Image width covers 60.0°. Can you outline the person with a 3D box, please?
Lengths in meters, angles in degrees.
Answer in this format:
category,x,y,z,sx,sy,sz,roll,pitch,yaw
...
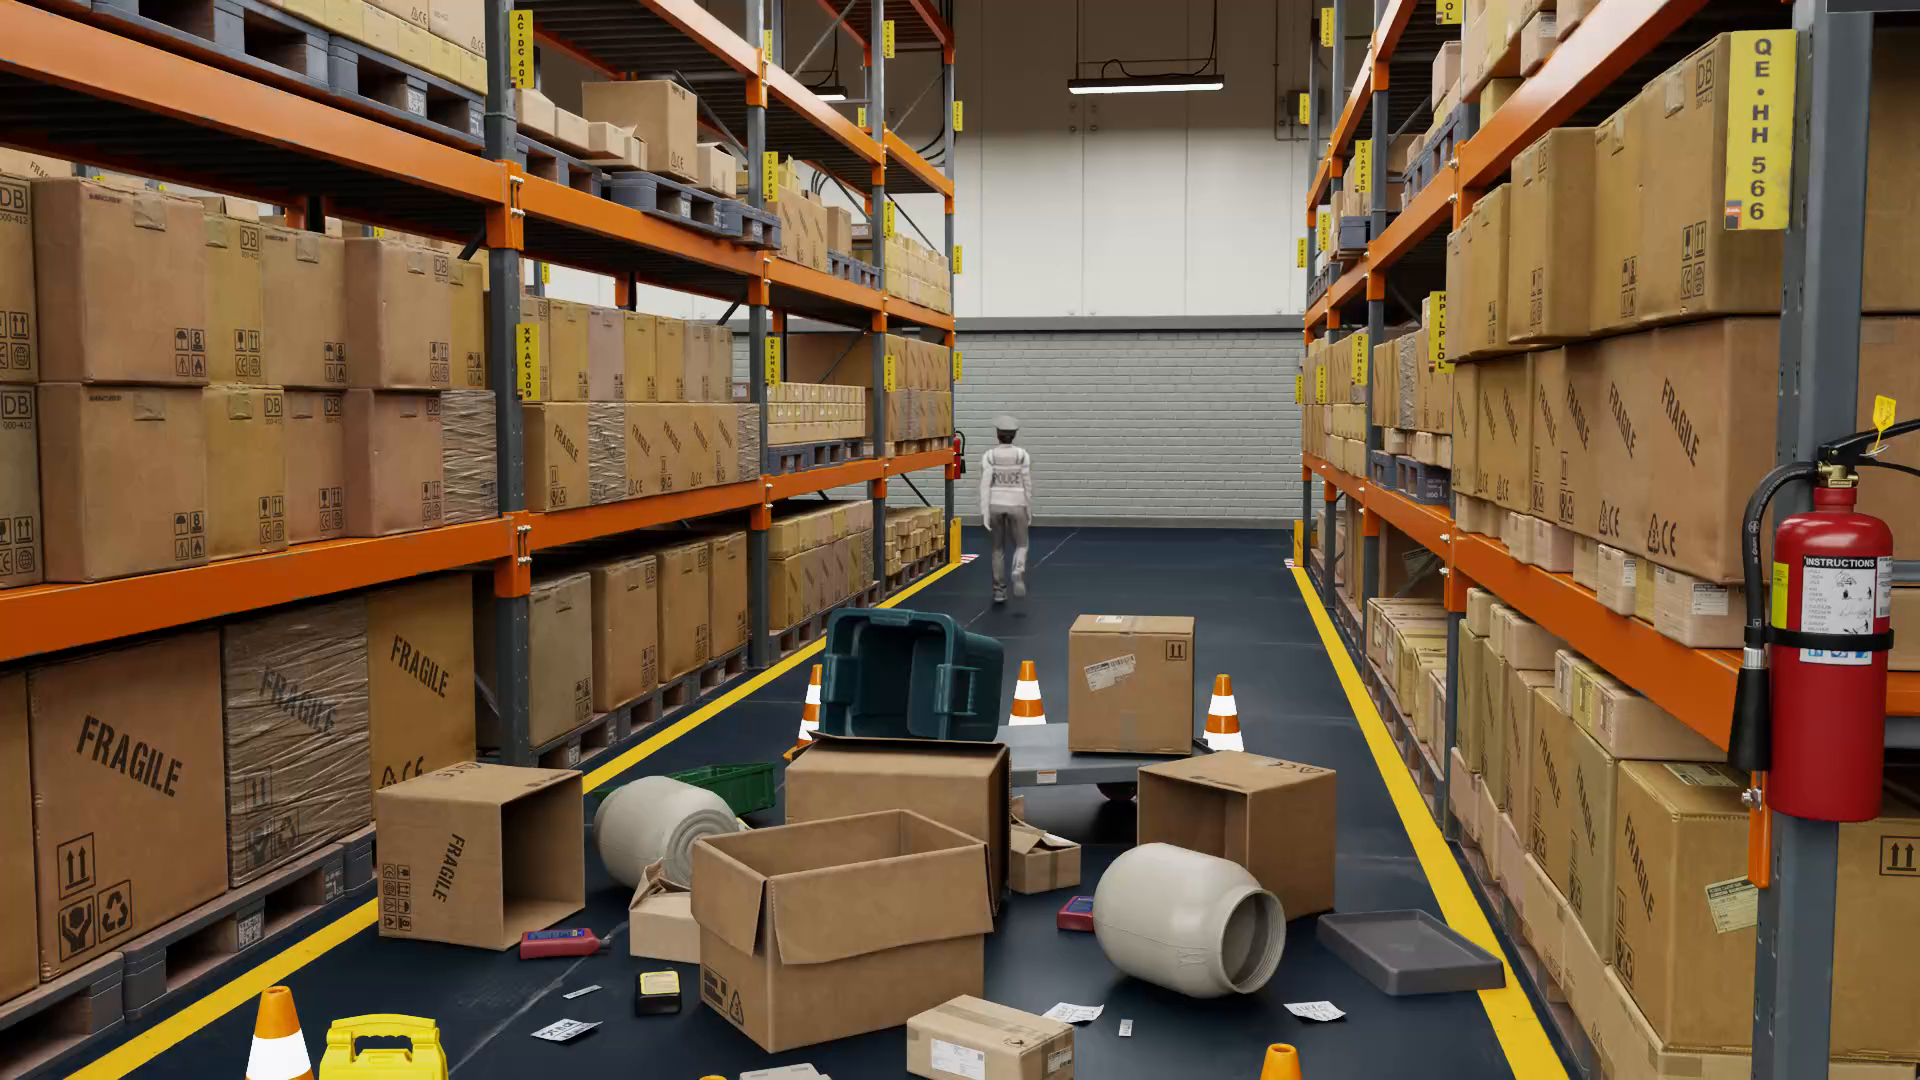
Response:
category,x,y,z,sx,sy,sz,roll,pitch,yaw
person,1.268,-1.328,13.633,6.510,2.360,21.563,0,5,5
